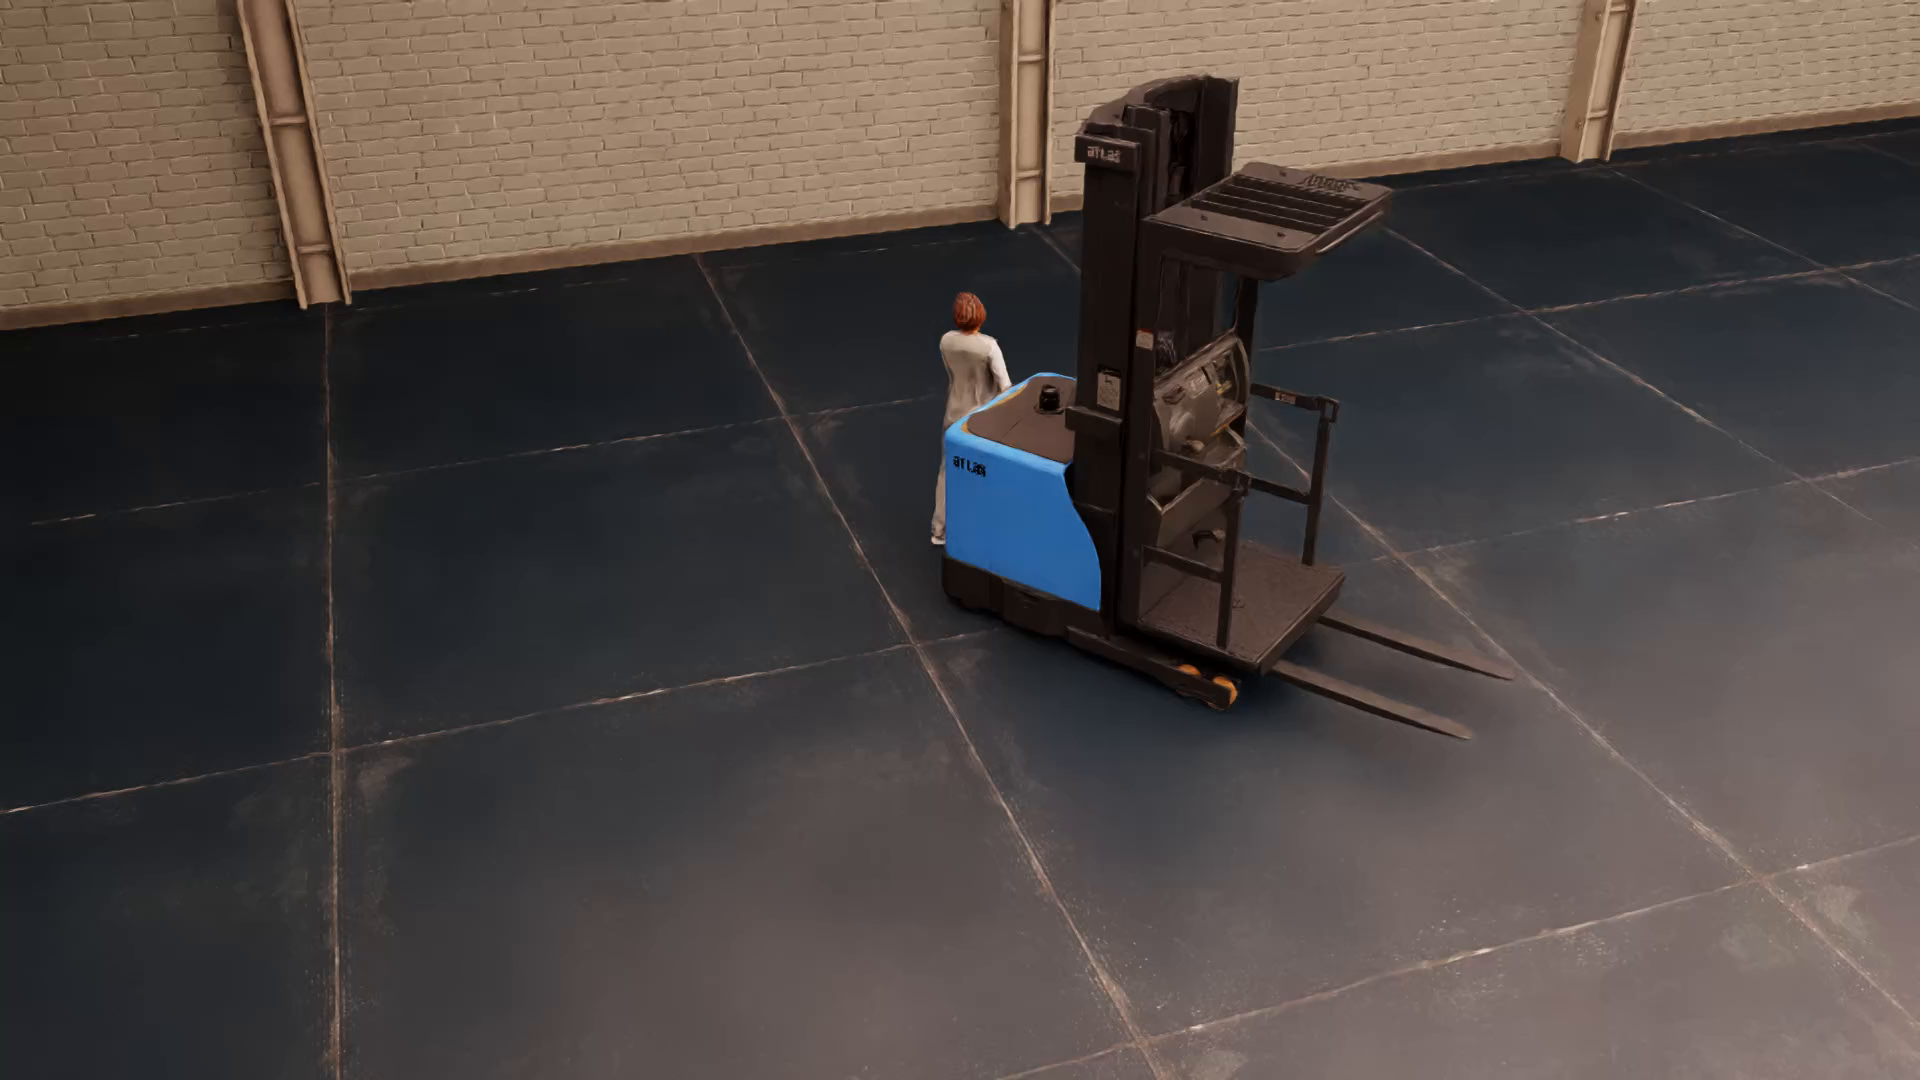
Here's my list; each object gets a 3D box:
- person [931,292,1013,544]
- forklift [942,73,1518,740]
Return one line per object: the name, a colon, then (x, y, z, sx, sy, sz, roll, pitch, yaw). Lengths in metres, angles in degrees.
person: (0.131, -0.737, 9.779, 0.539, 1.532, 0.688, 10, 31, 16)
forklift: (1.395, -0.704, 8.310, 3.031, 2.935, 1.130, 20, 35, 30)
